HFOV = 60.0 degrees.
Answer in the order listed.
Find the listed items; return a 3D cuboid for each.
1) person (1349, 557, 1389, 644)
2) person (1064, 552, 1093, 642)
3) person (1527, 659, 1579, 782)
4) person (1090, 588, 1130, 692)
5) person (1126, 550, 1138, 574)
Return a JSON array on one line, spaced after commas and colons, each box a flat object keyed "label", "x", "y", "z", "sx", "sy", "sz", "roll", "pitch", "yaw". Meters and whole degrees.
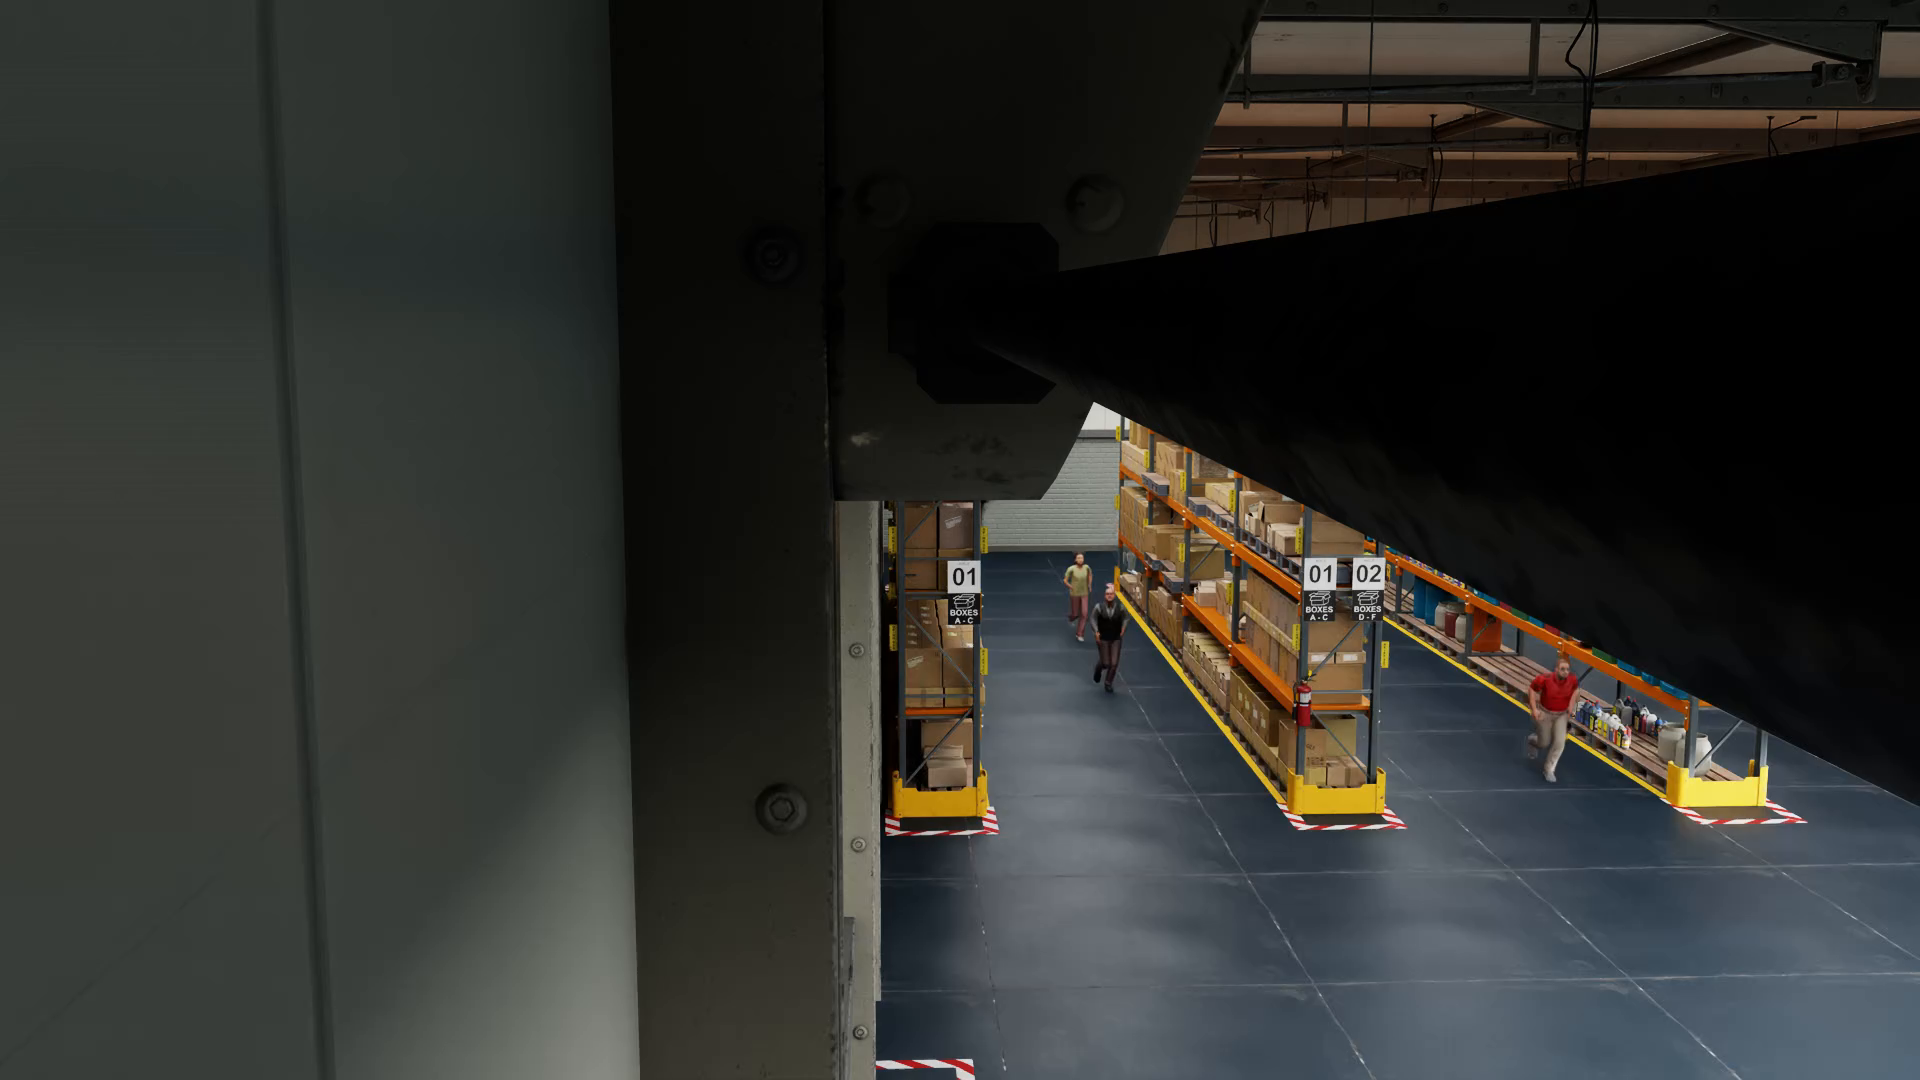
[{"label": "person", "x": 7.568, "y": 1.090, "z": 30.770, "sx": 0.689, "sy": 1.685, "sz": 0.720, "roll": -1, "pitch": 8, "yaw": -9}, {"label": "person", "x": 2.235, "y": 1.041, "z": 31.309, "sx": 0.589, "sy": 1.668, "sz": 0.783, "roll": -1, "pitch": 8, "yaw": -10}, {"label": "person", "x": 7.881, "y": 2.351, "z": 22.235, "sx": 0.663, "sy": 1.681, "sz": 0.871, "roll": -1, "pitch": 8, "yaw": -9}, {"label": "person", "x": 2.445, "y": 1.618, "z": 27.077, "sx": 0.656, "sy": 1.695, "sz": 0.625, "roll": 0, "pitch": 8, "yaw": -3}, {"label": "person", "x": 4.111, "y": 0.011, "z": 38.550, "sx": 0.656, "sy": 1.610, "sz": 0.556, "roll": 8, "pitch": 11, "yaw": 44}]
